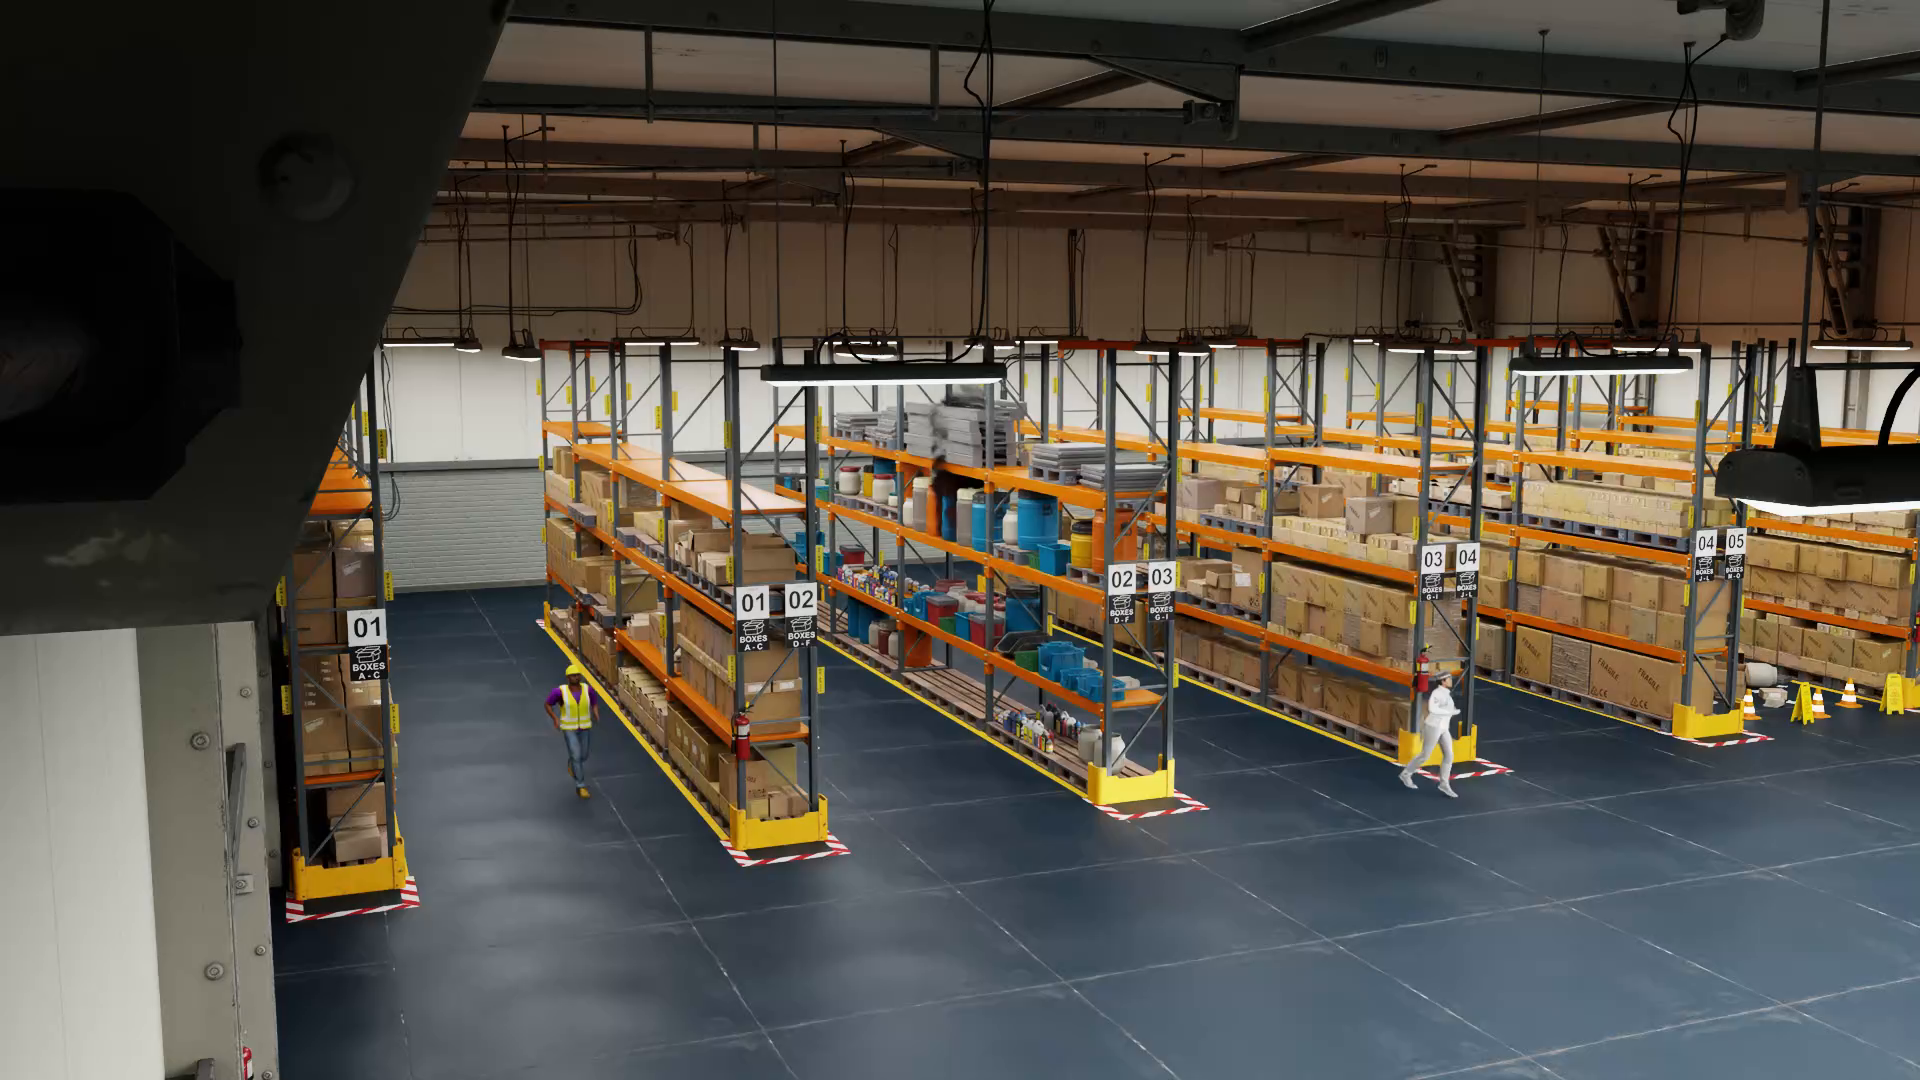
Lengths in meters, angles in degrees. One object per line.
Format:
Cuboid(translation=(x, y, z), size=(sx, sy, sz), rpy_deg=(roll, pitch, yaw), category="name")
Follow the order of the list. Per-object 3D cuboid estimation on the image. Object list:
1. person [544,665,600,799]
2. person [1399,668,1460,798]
Cuboid(translation=(-5.224, 2.552, 22.529), size=(0.700, 1.762, 0.881), rpy_deg=(-5, 9, -32), category="person")
Cuboid(translation=(6.473, 2.575, 22.587), size=(0.811, 1.694, 0.625), rpy_deg=(6, 9, 38), category="person")
